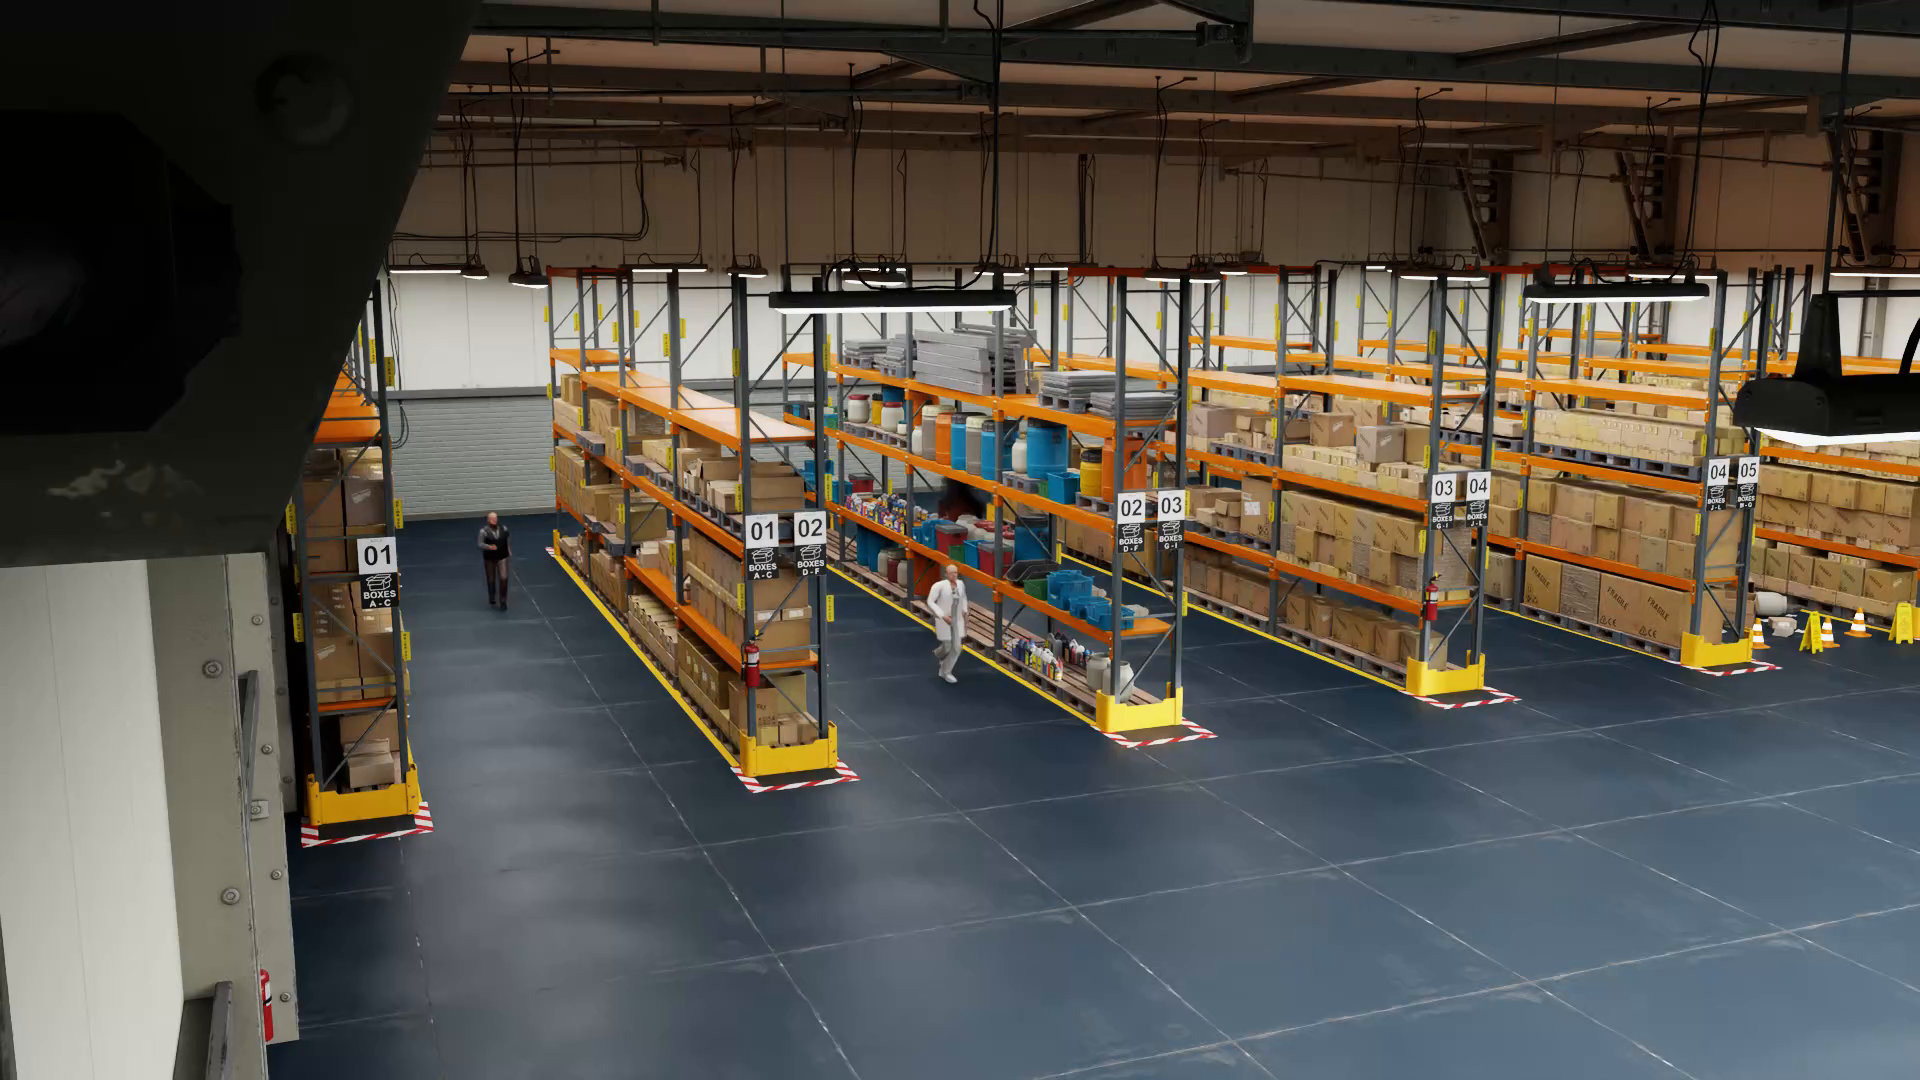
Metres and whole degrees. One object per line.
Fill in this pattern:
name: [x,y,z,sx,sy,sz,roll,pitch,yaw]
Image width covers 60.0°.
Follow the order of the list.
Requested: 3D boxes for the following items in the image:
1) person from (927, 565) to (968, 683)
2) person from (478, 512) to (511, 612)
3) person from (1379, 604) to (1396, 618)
person: [-0.211,1.196,24.531,0.701,1.736,0.713,-5,11,-25]
person: [-8.242,0.385,29.509,0.603,1.774,0.834,-4,11,-21]
person: [7.408,0.618,28.208,0.672,1.716,0.770,-5,11,-27]
